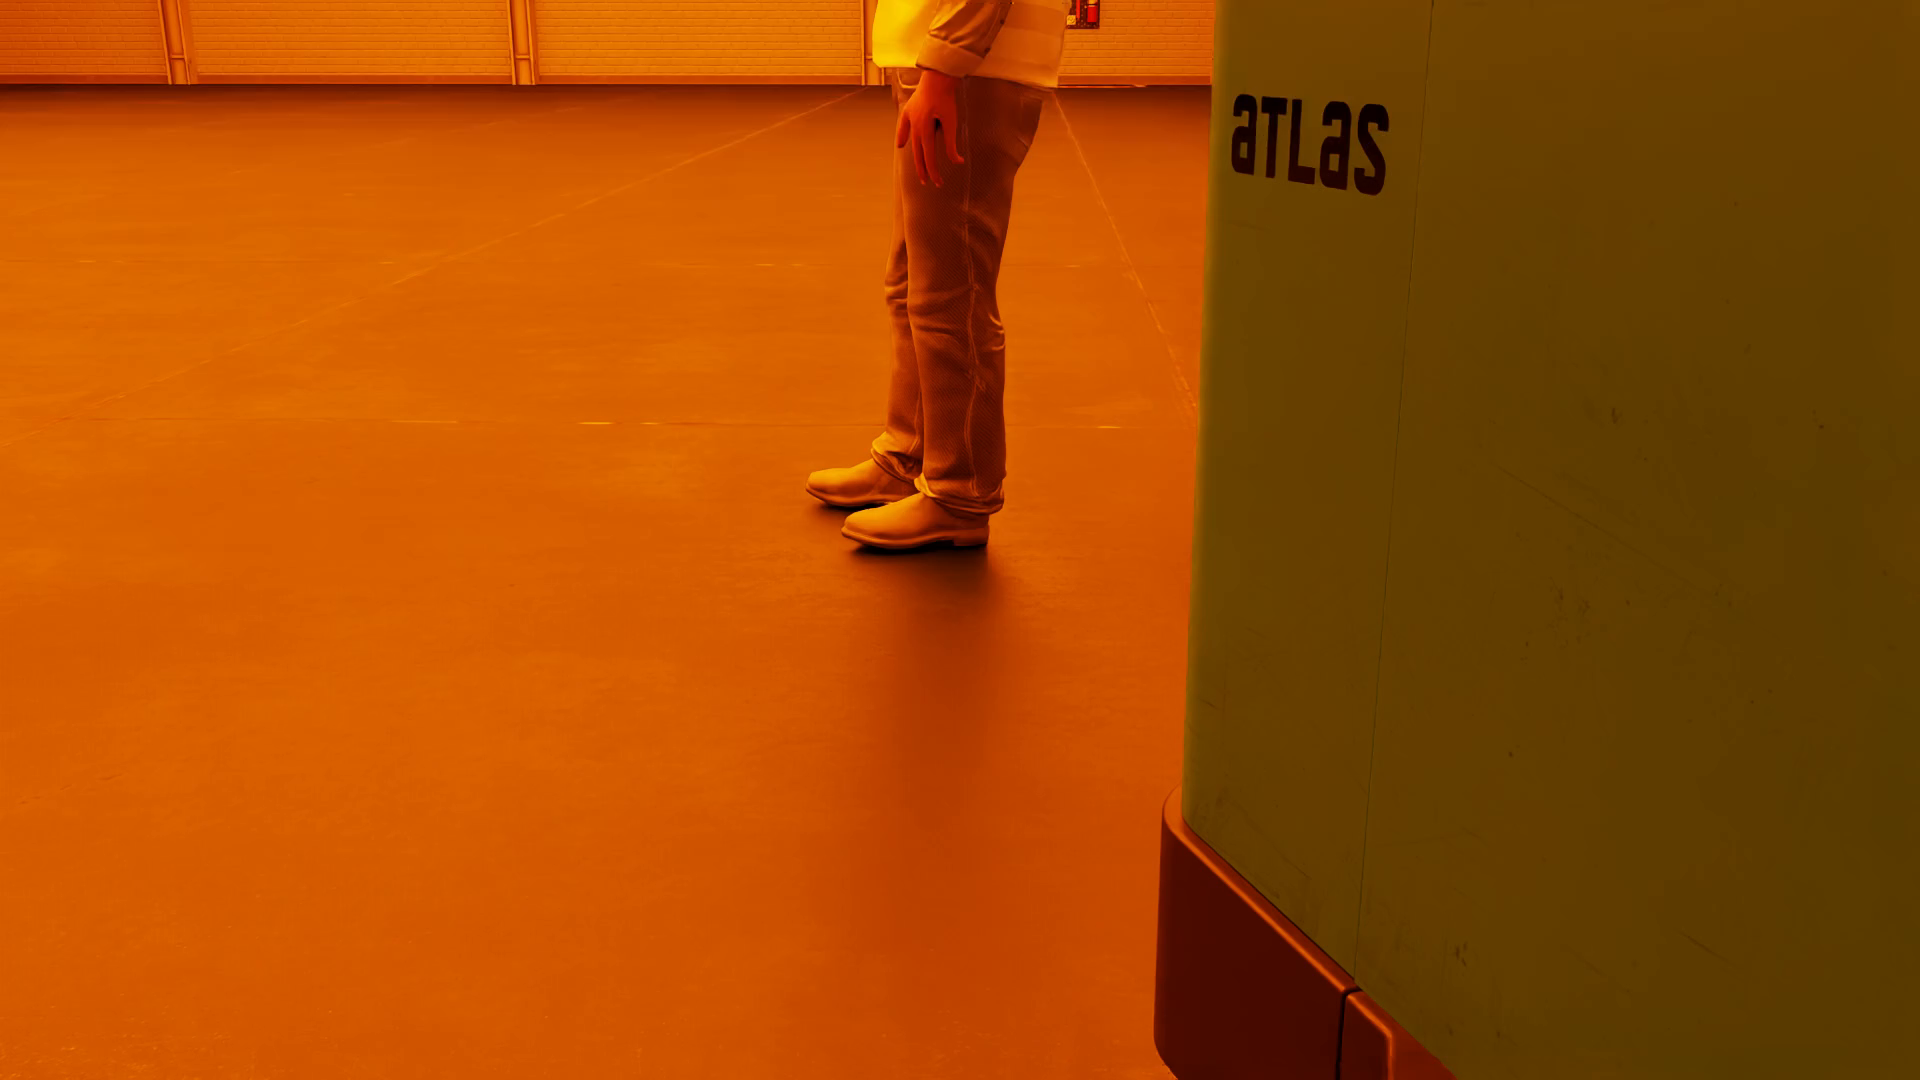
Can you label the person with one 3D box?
[{"bbox_3d":[-0.063,-0.857,3.116,0.566,1.775,0.633,1,17,2],"label":"person"}]
